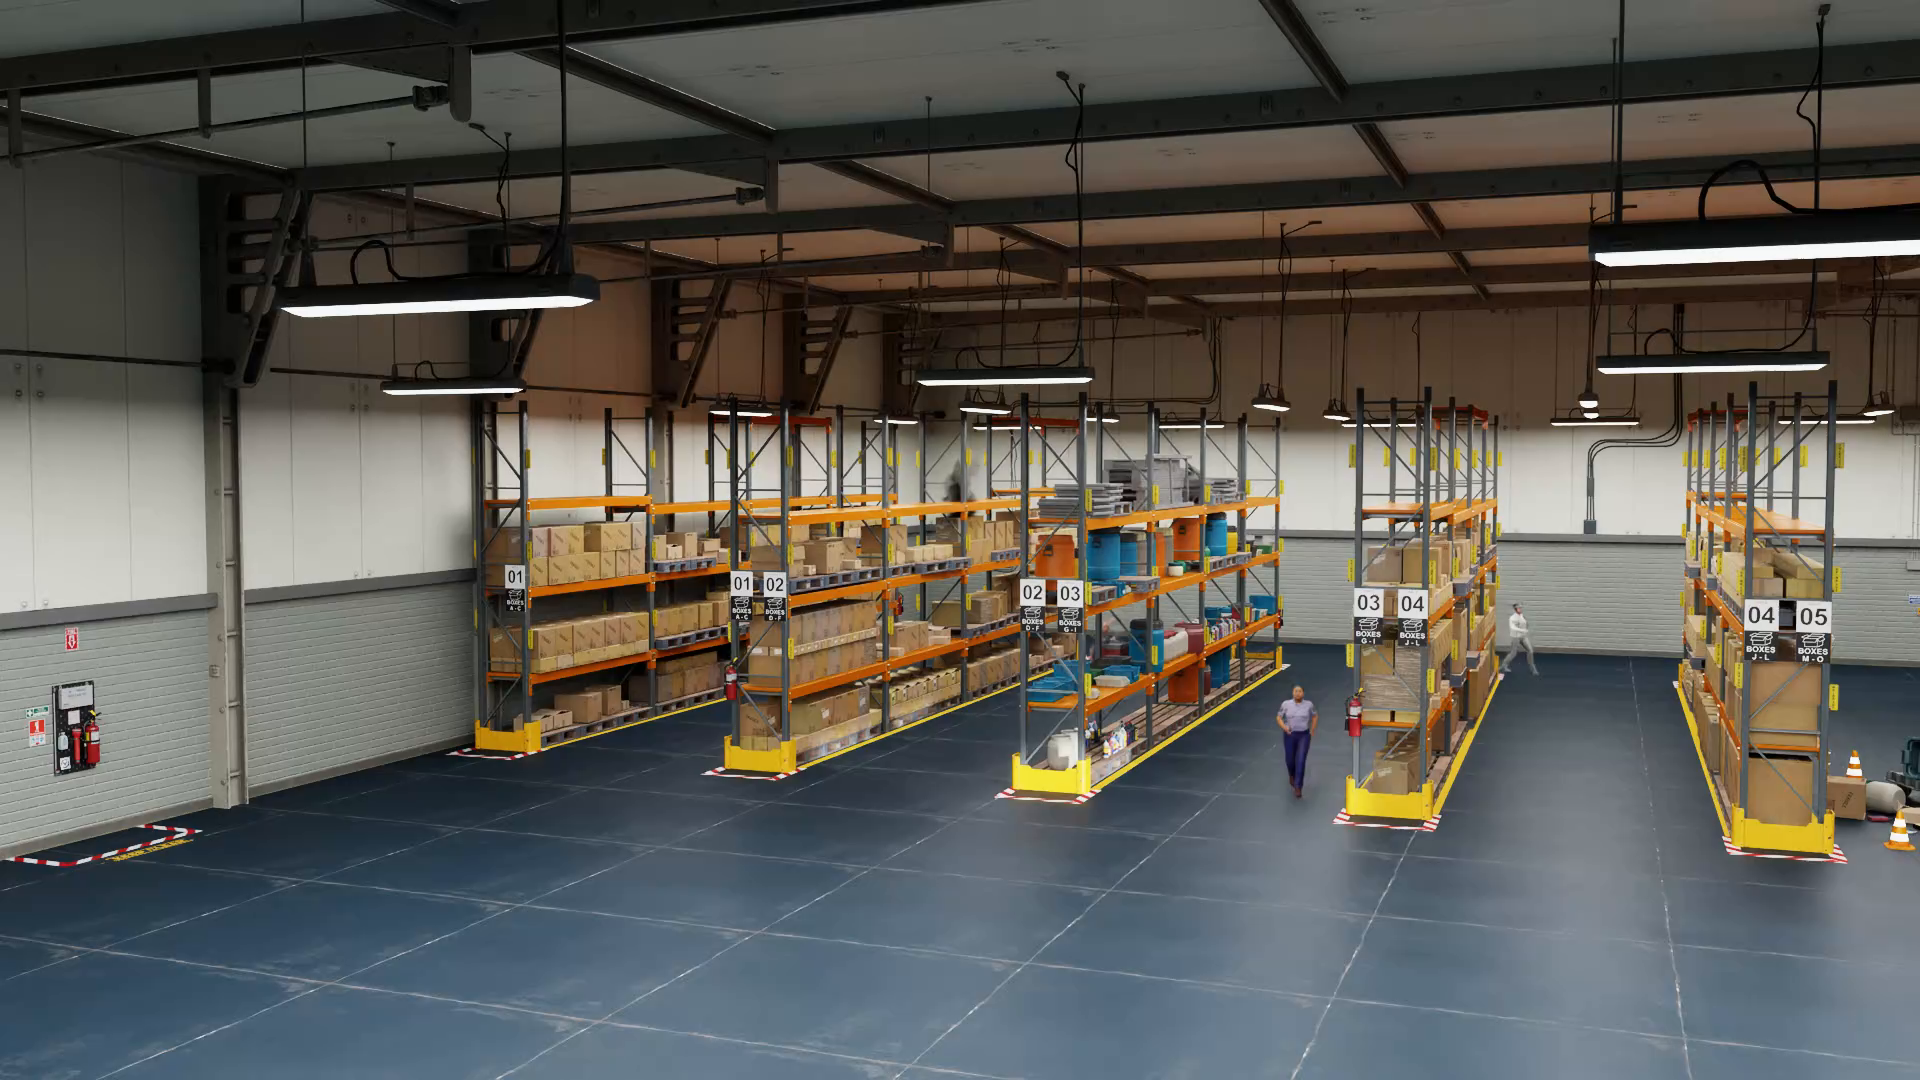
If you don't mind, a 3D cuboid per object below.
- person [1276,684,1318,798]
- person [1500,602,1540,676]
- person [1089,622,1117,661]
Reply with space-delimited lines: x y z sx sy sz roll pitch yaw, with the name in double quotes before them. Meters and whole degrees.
"person" 5.058 2.983 24.960 0.611 1.645 0.816 1 3 14
"person" 12.944 2.290 38.545 0.614 1.713 0.862 -2 3 -37
"person" 2.893 2.511 33.496 0.667 1.697 0.915 1 3 21
